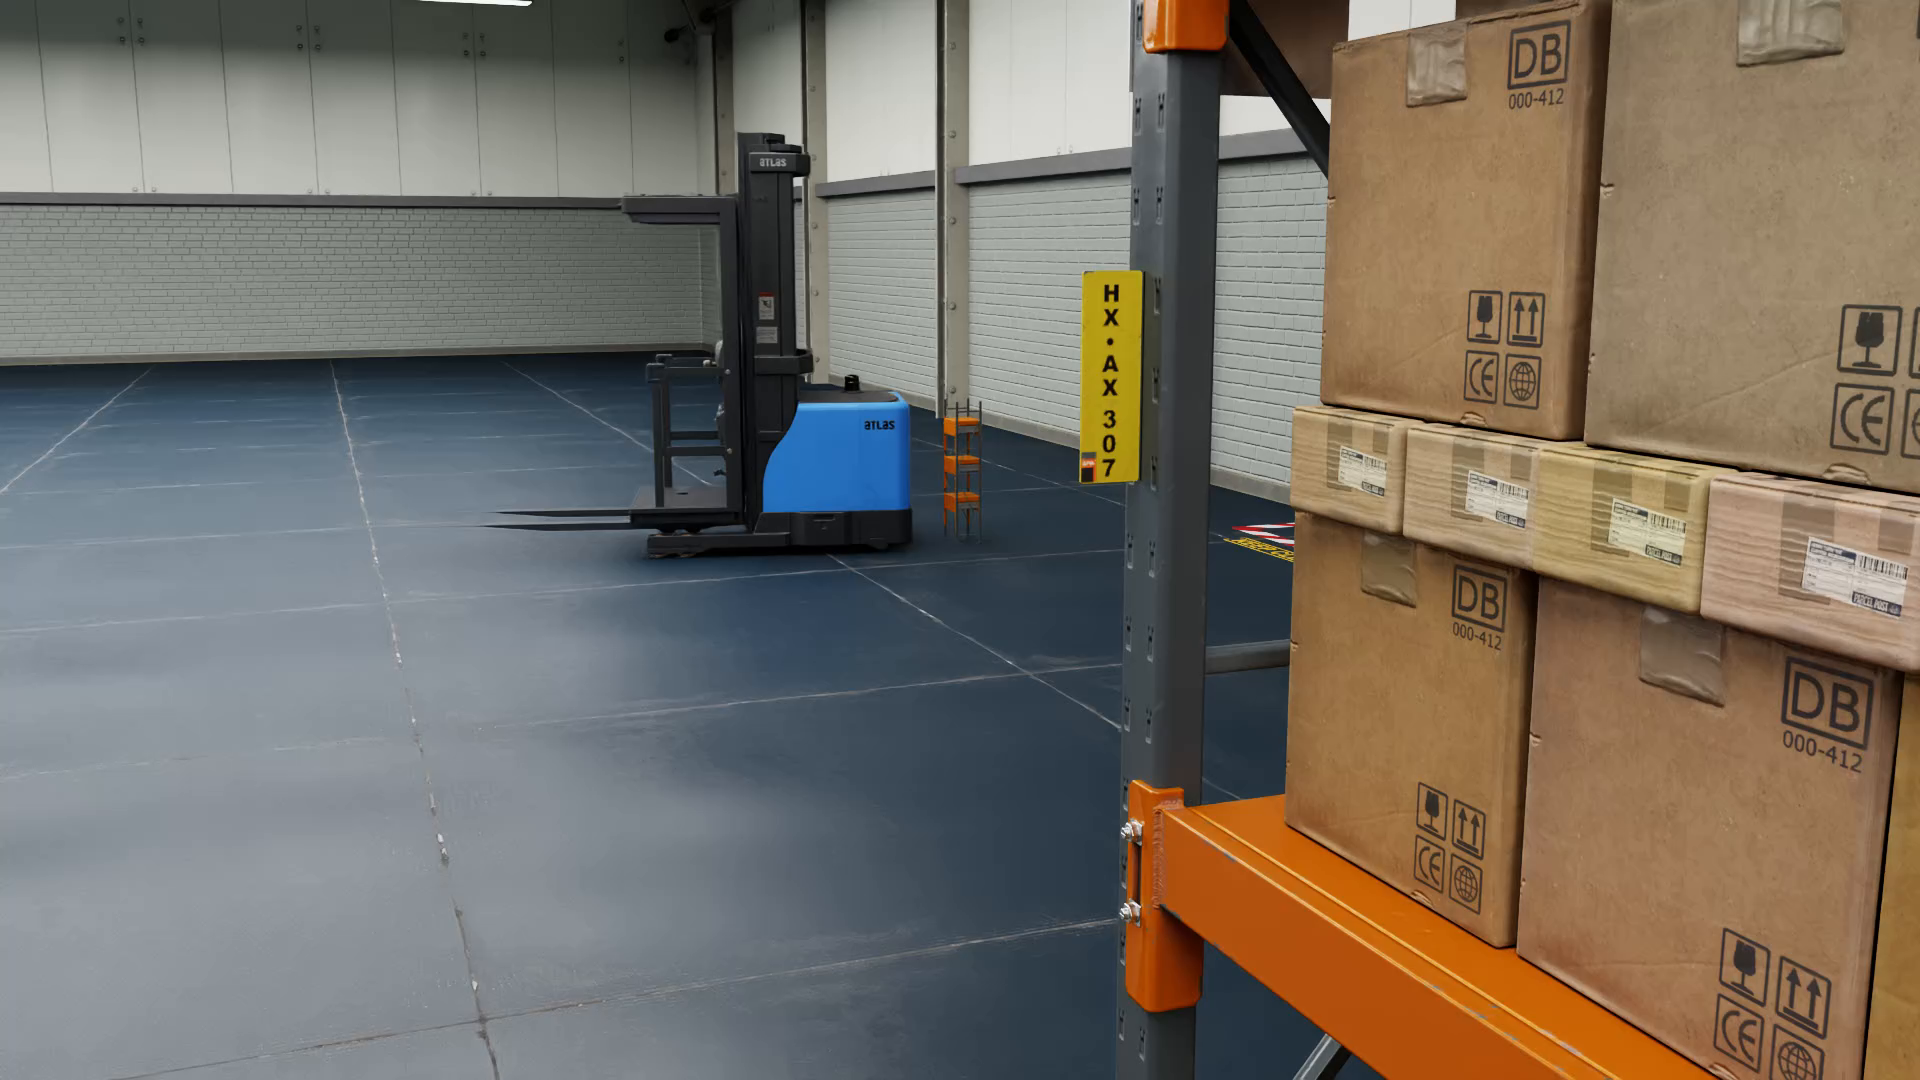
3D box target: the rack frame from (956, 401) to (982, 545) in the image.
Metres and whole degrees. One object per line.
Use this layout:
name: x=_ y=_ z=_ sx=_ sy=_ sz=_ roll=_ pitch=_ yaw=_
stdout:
rack frame: x=0.064 y=-0.488 z=12.167 sx=0.200 sy=1.050 sz=0.008 roll=-4 pitch=11 yaw=-21

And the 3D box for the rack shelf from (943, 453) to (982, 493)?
rack shelf: x=0.019 y=-0.498 z=12.281 sx=0.215 sy=0.259 sz=0.240 roll=-4 pitch=11 yaw=-21

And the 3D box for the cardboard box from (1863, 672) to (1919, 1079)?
cardboard box: x=1.279 y=0.375 z=1.461 sx=0.700 sy=0.500 sz=0.500 roll=-4 pitch=11 yaw=-21

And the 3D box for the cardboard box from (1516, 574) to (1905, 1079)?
cardboard box: x=1.104 y=0.294 z=1.919 sx=0.700 sy=0.500 sz=0.500 roll=-4 pitch=11 yaw=-19

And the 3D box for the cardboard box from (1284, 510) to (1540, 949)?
cardboard box: x=0.909 y=0.208 z=2.399 sx=0.700 sy=0.500 sz=0.500 roll=-4 pitch=11 yaw=-21

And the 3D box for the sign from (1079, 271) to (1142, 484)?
sign: x=0.233 y=-0.250 z=2.565 sx=0.100 sy=0.325 sz=0.005 roll=-4 pitch=11 yaw=-21

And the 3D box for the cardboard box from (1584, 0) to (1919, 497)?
cardboard box: x=1.124 y=-0.336 z=1.756 sx=0.700 sy=0.500 sz=0.500 roll=-4 pitch=11 yaw=-22

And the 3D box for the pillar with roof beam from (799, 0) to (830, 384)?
pillar with roof beam: x=-6.282 y=-6.673 z=24.239 sx=9.100 sy=9.000 sz=0.400 roll=-4 pitch=11 yaw=-21

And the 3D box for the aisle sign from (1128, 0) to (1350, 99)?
aisle sign: x=0.443 y=-1.091 z=2.564 sx=0.394 sy=0.787 sz=0.004 roll=-4 pitch=11 yaw=-21

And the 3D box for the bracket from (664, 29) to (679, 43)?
bracket: x=-5.784 y=-10.130 z=33.395 sx=0.235 sy=0.232 sz=0.430 roll=-4 pitch=11 yaw=-21

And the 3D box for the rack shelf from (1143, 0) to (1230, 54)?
rack shelf: x=1.477 y=-0.616 z=0.805 sx=1.077 sy=0.370 sz=4.000 roll=-4 pitch=11 yaw=-21

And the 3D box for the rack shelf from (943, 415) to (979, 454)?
rack shelf: x=0.019 y=-0.777 z=12.231 sx=0.215 sy=0.259 sz=0.240 roll=-4 pitch=11 yaw=-21

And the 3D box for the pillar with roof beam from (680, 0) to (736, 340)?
pillar with roof beam: x=-8.456 y=-7.652 z=29.745 sx=9.100 sy=9.000 sz=0.548 roll=-4 pitch=11 yaw=-21

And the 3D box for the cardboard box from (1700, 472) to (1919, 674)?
cardboard box: x=0.970 y=0.015 z=1.635 sx=0.380 sy=0.149 sz=0.250 roll=-4 pitch=11 yaw=-22

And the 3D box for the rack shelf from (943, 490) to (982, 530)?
rack shelf: x=0.019 y=-0.224 z=12.330 sx=0.215 sy=0.259 sz=0.240 roll=-4 pitch=11 yaw=-21

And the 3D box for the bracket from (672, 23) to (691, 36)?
bracket: x=-5.570 y=-10.033 z=32.853 sx=0.076 sy=0.066 sz=3.189 roll=-4 pitch=11 yaw=-21

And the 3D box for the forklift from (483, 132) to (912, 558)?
forklift: x=-1.898 y=-1.413 z=11.993 sx=3.031 sy=2.935 sz=1.130 roll=-1 pitch=10 yaw=-6

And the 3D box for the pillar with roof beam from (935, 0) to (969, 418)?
pillar with roof beam: x=-4.108 y=-5.694 z=18.733 sx=9.100 sy=9.000 sz=0.400 roll=-4 pitch=11 yaw=-21

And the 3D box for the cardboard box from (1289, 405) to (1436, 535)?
cardboard box: x=0.693 y=-0.110 z=2.338 sx=0.380 sy=0.149 sz=0.250 roll=-4 pitch=11 yaw=-21

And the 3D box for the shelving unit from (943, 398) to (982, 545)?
shelving unit: x=0.019 y=-0.508 z=12.279 sx=0.215 sy=1.050 sz=0.252 roll=-4 pitch=11 yaw=-21

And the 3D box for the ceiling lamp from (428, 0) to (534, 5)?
ceiling lamp: x=-7.667 y=-9.854 z=25.454 sx=2.000 sy=3.185 sz=0.800 roll=-4 pitch=11 yaw=-21

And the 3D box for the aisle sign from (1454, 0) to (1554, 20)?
aisle sign: x=1.002 y=-1.129 z=2.778 sx=0.394 sy=0.787 sz=0.004 roll=-4 pitch=11 yaw=-21

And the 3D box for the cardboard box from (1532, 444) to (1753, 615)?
cardboard box: x=0.881 y=-0.027 z=1.867 sx=0.380 sy=0.149 sz=0.250 roll=-4 pitch=11 yaw=-21

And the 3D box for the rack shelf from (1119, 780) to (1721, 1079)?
rack shelf: x=1.477 y=0.861 z=1.068 sx=1.077 sy=0.370 sz=4.000 roll=-4 pitch=11 yaw=-21

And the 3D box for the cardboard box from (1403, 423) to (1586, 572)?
cardboard box: x=0.792 y=-0.067 z=2.097 sx=0.380 sy=0.149 sz=0.250 roll=-4 pitch=11 yaw=-22

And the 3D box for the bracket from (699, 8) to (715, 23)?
bracket: x=-4.624 y=-9.607 z=30.458 sx=0.235 sy=0.232 sz=0.430 roll=-4 pitch=11 yaw=-21

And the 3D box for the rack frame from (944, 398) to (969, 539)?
rack frame: x=-0.025 y=-0.528 z=12.391 sx=0.200 sy=1.050 sz=0.008 roll=-4 pitch=11 yaw=-21

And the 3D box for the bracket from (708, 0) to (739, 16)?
bracket: x=-3.691 y=-9.187 z=28.094 sx=0.076 sy=0.066 sz=4.783 roll=-4 pitch=11 yaw=-21

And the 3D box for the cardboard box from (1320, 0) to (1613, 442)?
cardboard box: x=0.928 y=-0.422 z=2.237 sx=0.700 sy=0.500 sz=0.500 roll=-4 pitch=11 yaw=-21
